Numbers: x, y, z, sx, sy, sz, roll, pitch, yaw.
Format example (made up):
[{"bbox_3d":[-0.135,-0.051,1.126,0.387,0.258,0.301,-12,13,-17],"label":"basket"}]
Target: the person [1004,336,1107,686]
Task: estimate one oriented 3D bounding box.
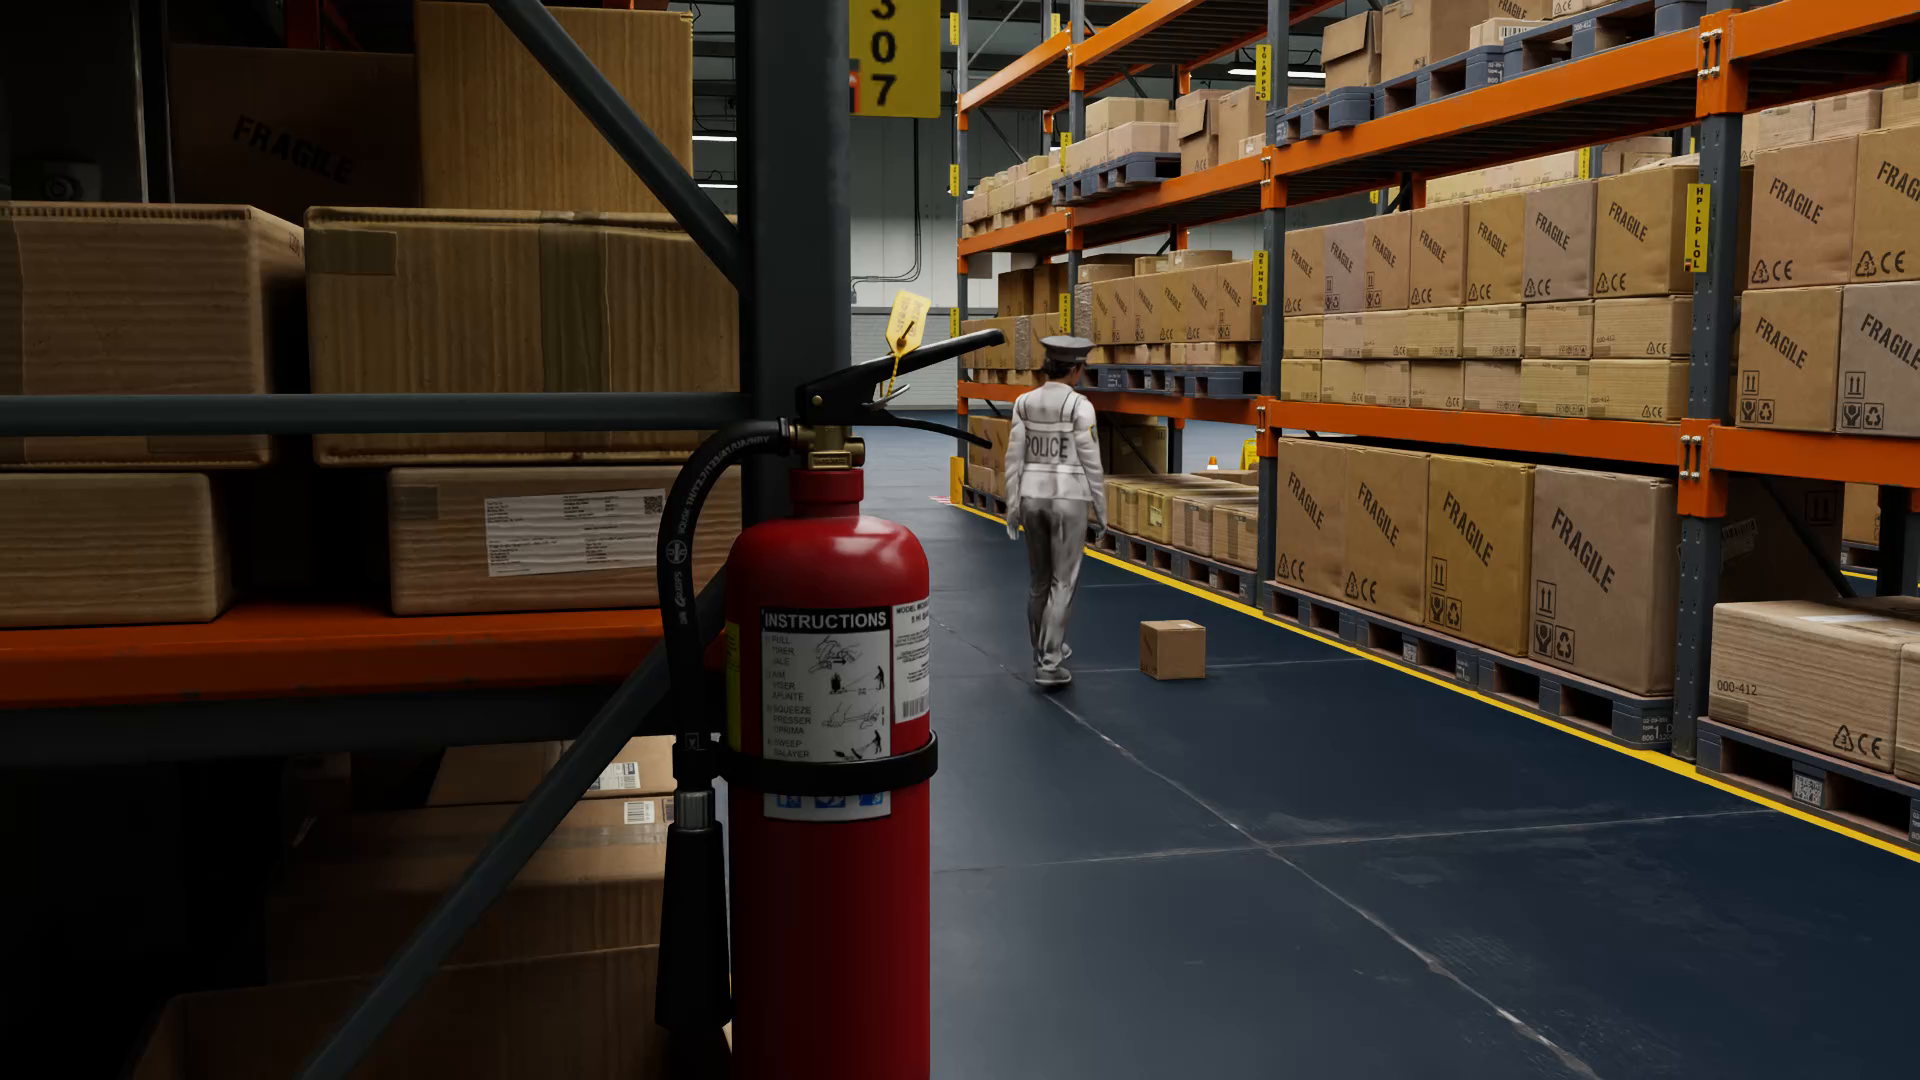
[{"bbox_3d":[0.482,-0.157,7.996,0.520,1.637,0.699,5,8,39],"label":"person"}]
